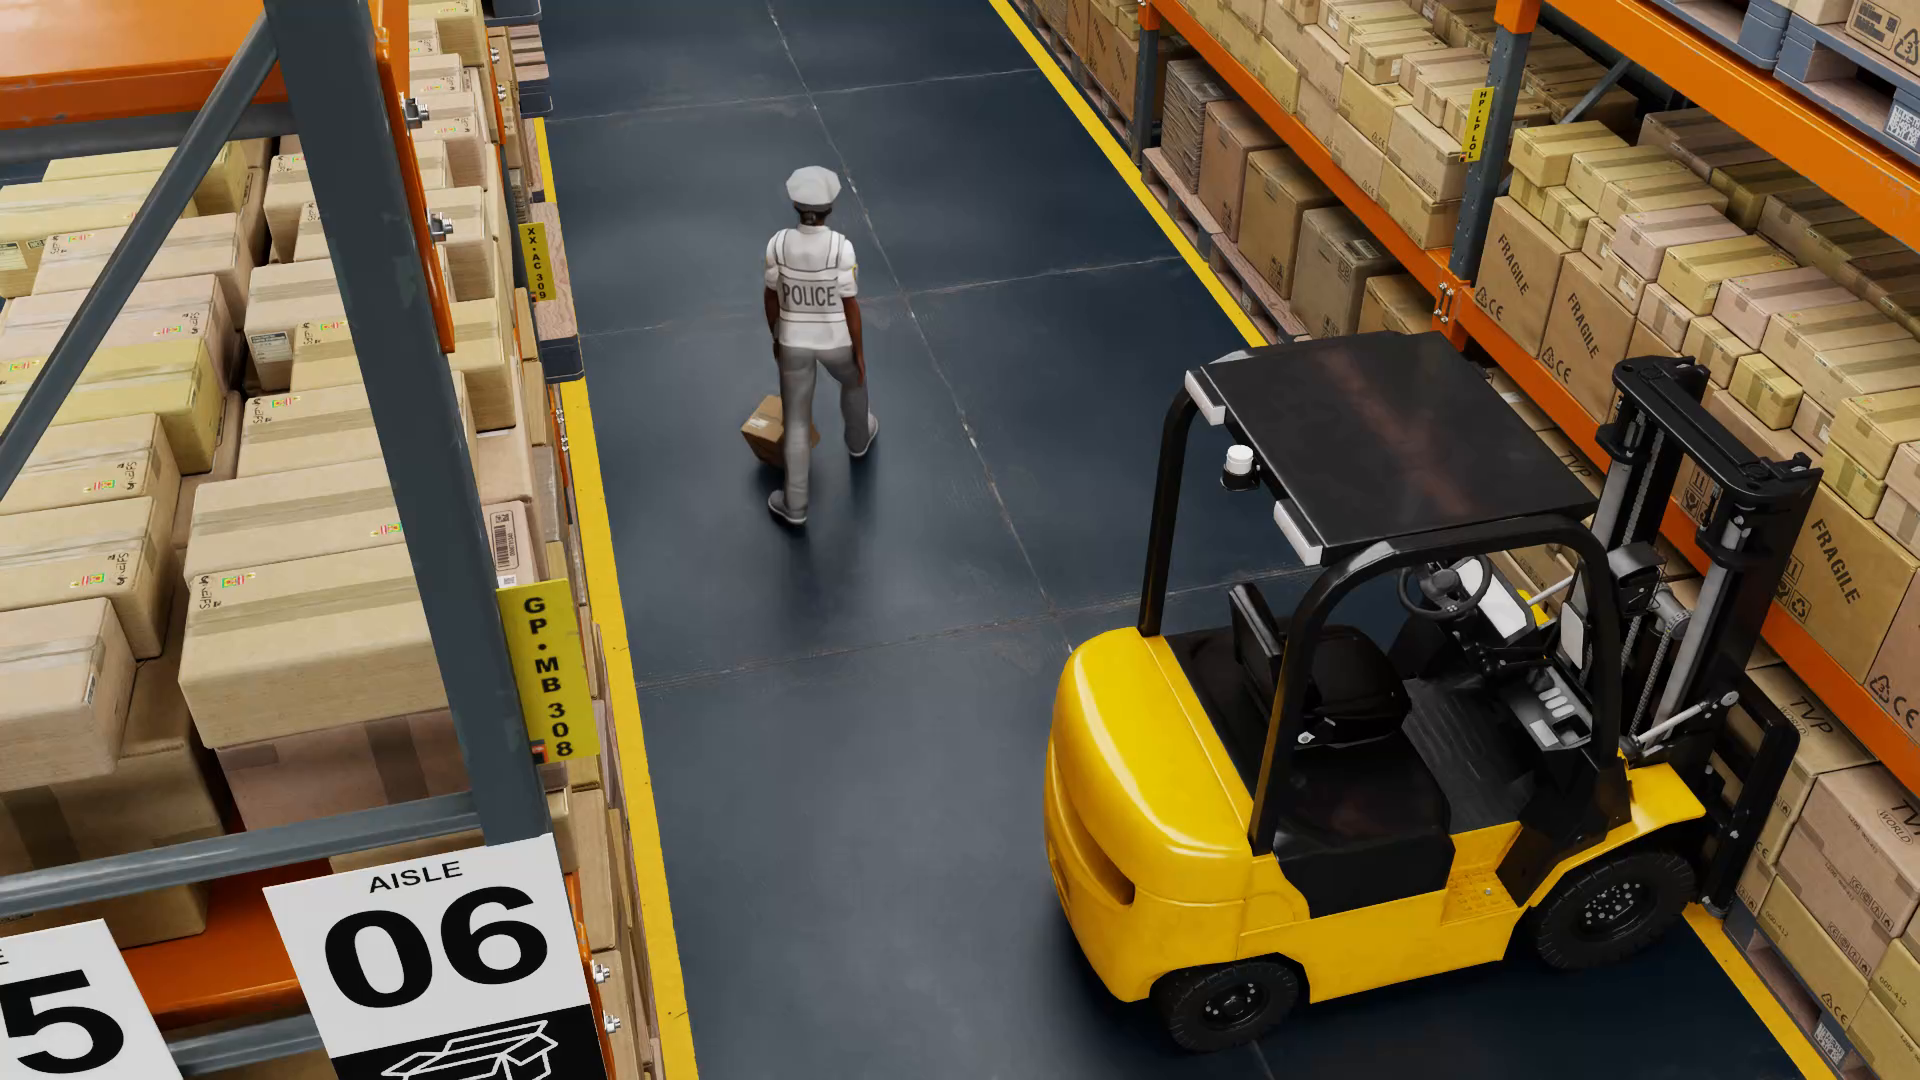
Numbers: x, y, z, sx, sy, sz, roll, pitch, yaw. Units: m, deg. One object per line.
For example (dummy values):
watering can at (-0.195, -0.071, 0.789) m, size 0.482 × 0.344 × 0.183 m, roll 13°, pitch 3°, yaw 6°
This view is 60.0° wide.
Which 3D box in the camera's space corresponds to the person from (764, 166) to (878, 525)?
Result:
person at (-0.686, -0.948, 7.931) m, size 0.488 × 1.614 × 0.943 m, roll 3°, pitch 38°, yaw 3°
